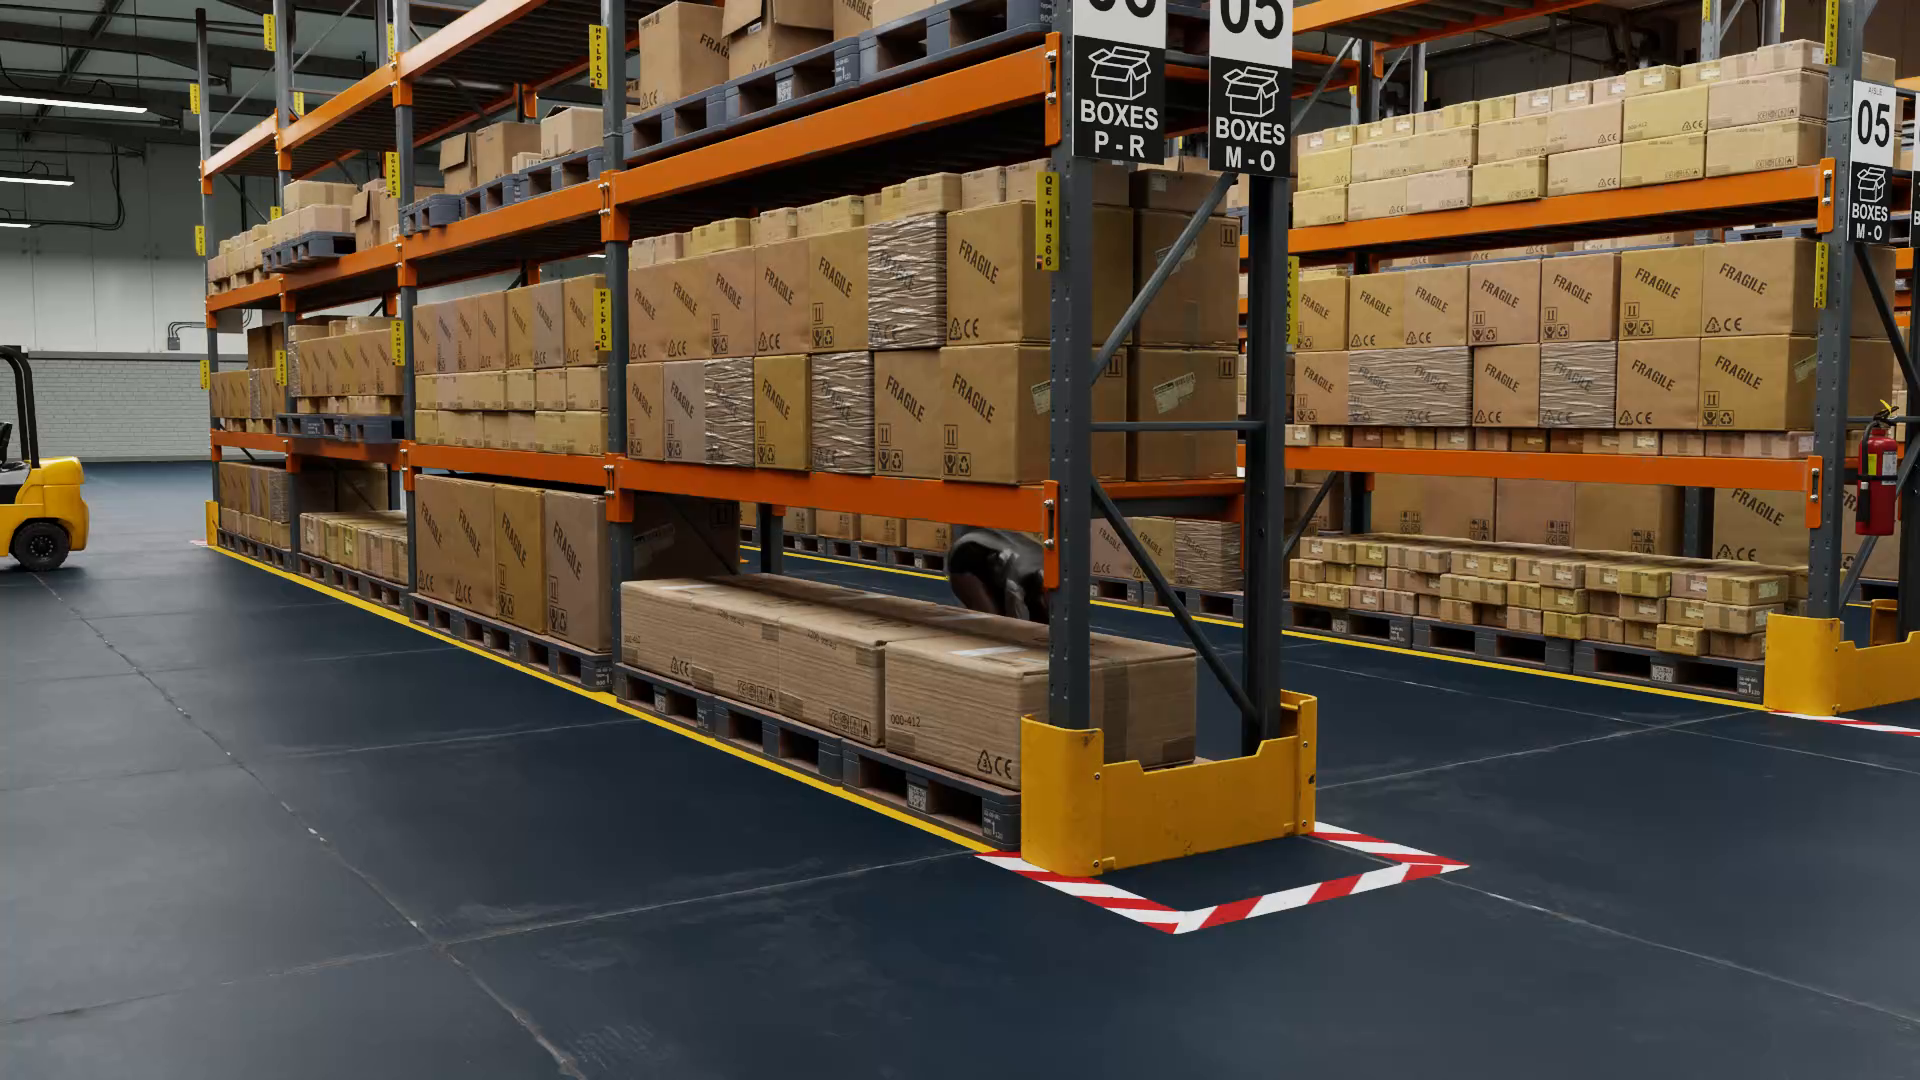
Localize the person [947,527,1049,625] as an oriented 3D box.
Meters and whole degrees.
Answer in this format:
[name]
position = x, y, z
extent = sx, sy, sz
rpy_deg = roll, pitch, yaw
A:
[person]
position = 0.326, 0.396, 9.059
extent = 0.519, 0.922, 0.947
rpy_deg = -3, 6, -36
